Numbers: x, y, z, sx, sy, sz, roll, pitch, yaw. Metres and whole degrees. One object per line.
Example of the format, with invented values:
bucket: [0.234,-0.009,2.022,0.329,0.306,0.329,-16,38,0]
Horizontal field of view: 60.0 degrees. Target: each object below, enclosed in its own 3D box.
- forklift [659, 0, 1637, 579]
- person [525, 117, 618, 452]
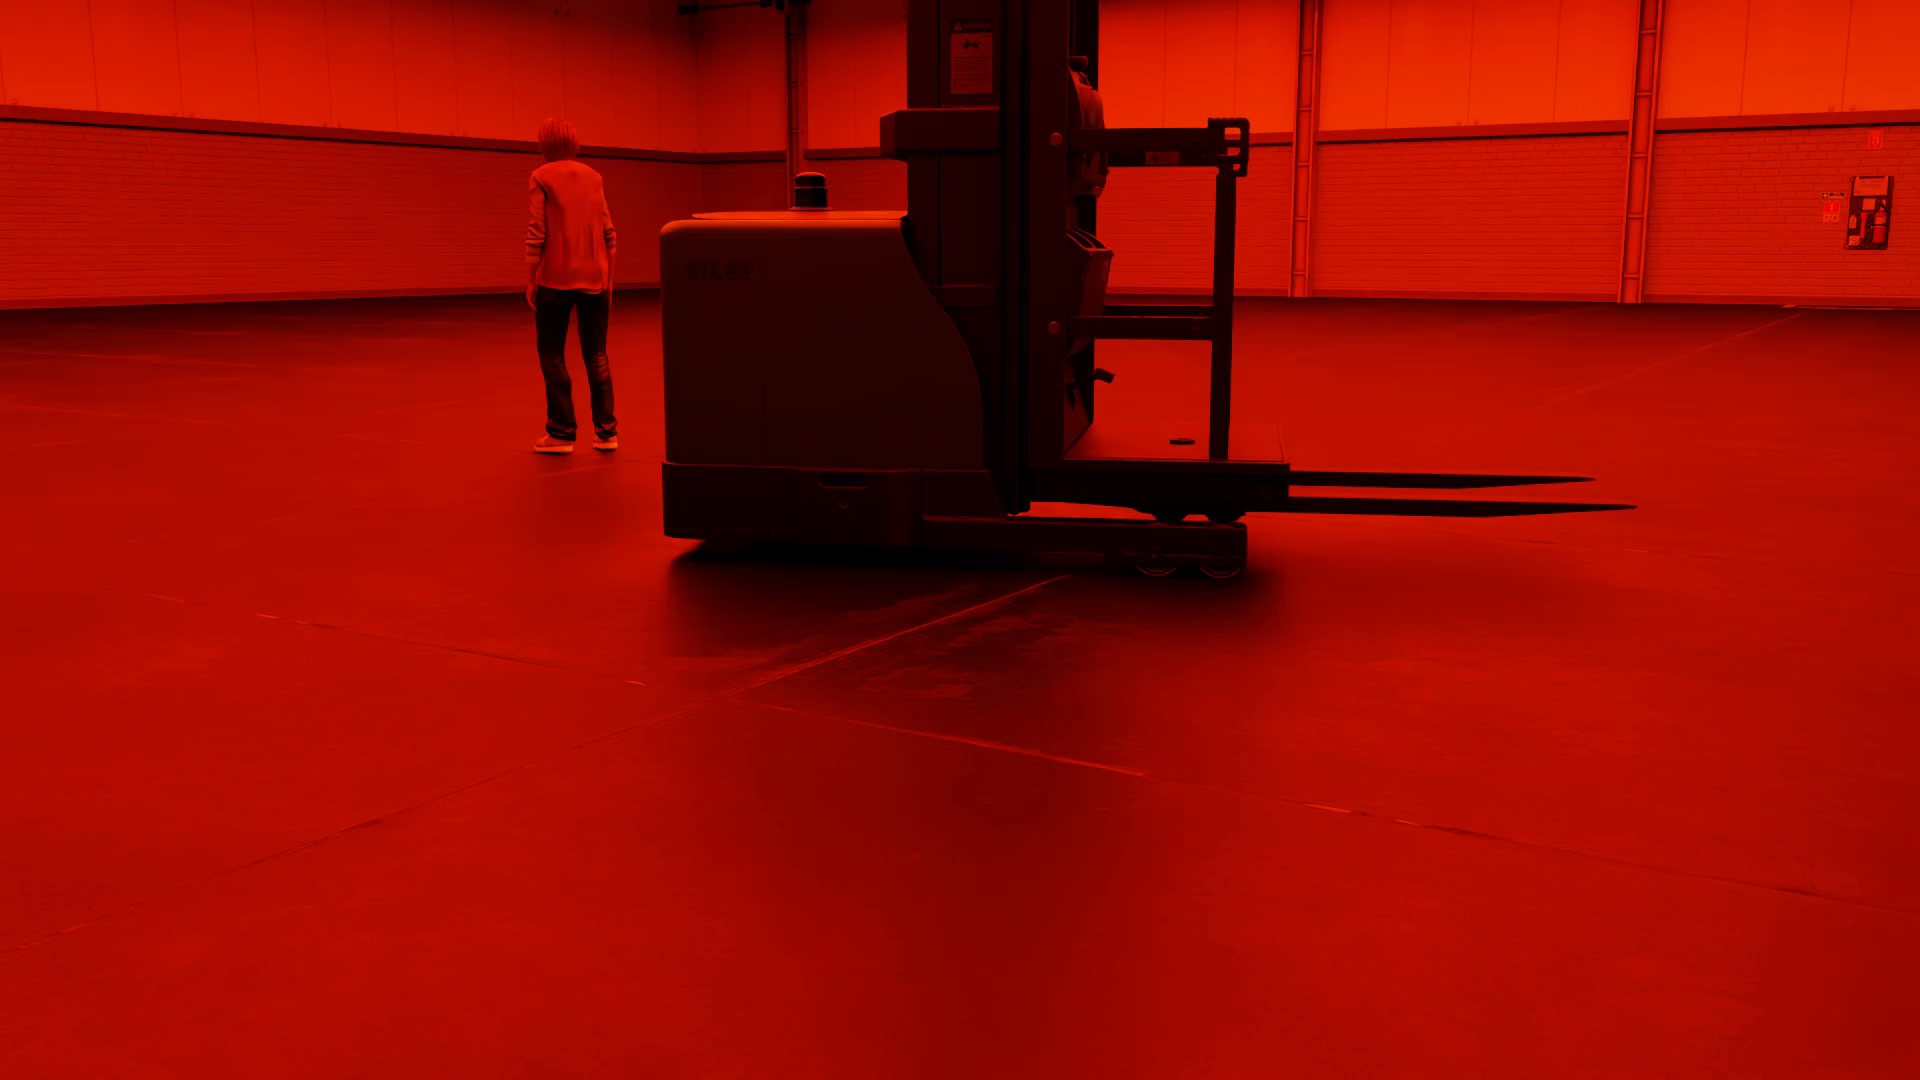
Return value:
forklift: [0.600,-1.426,5.354,3.031,2.935,1.130,2,10,9]
person: [-1.871,-1.212,7.990,0.459,1.592,0.345,-8,13,-37]
